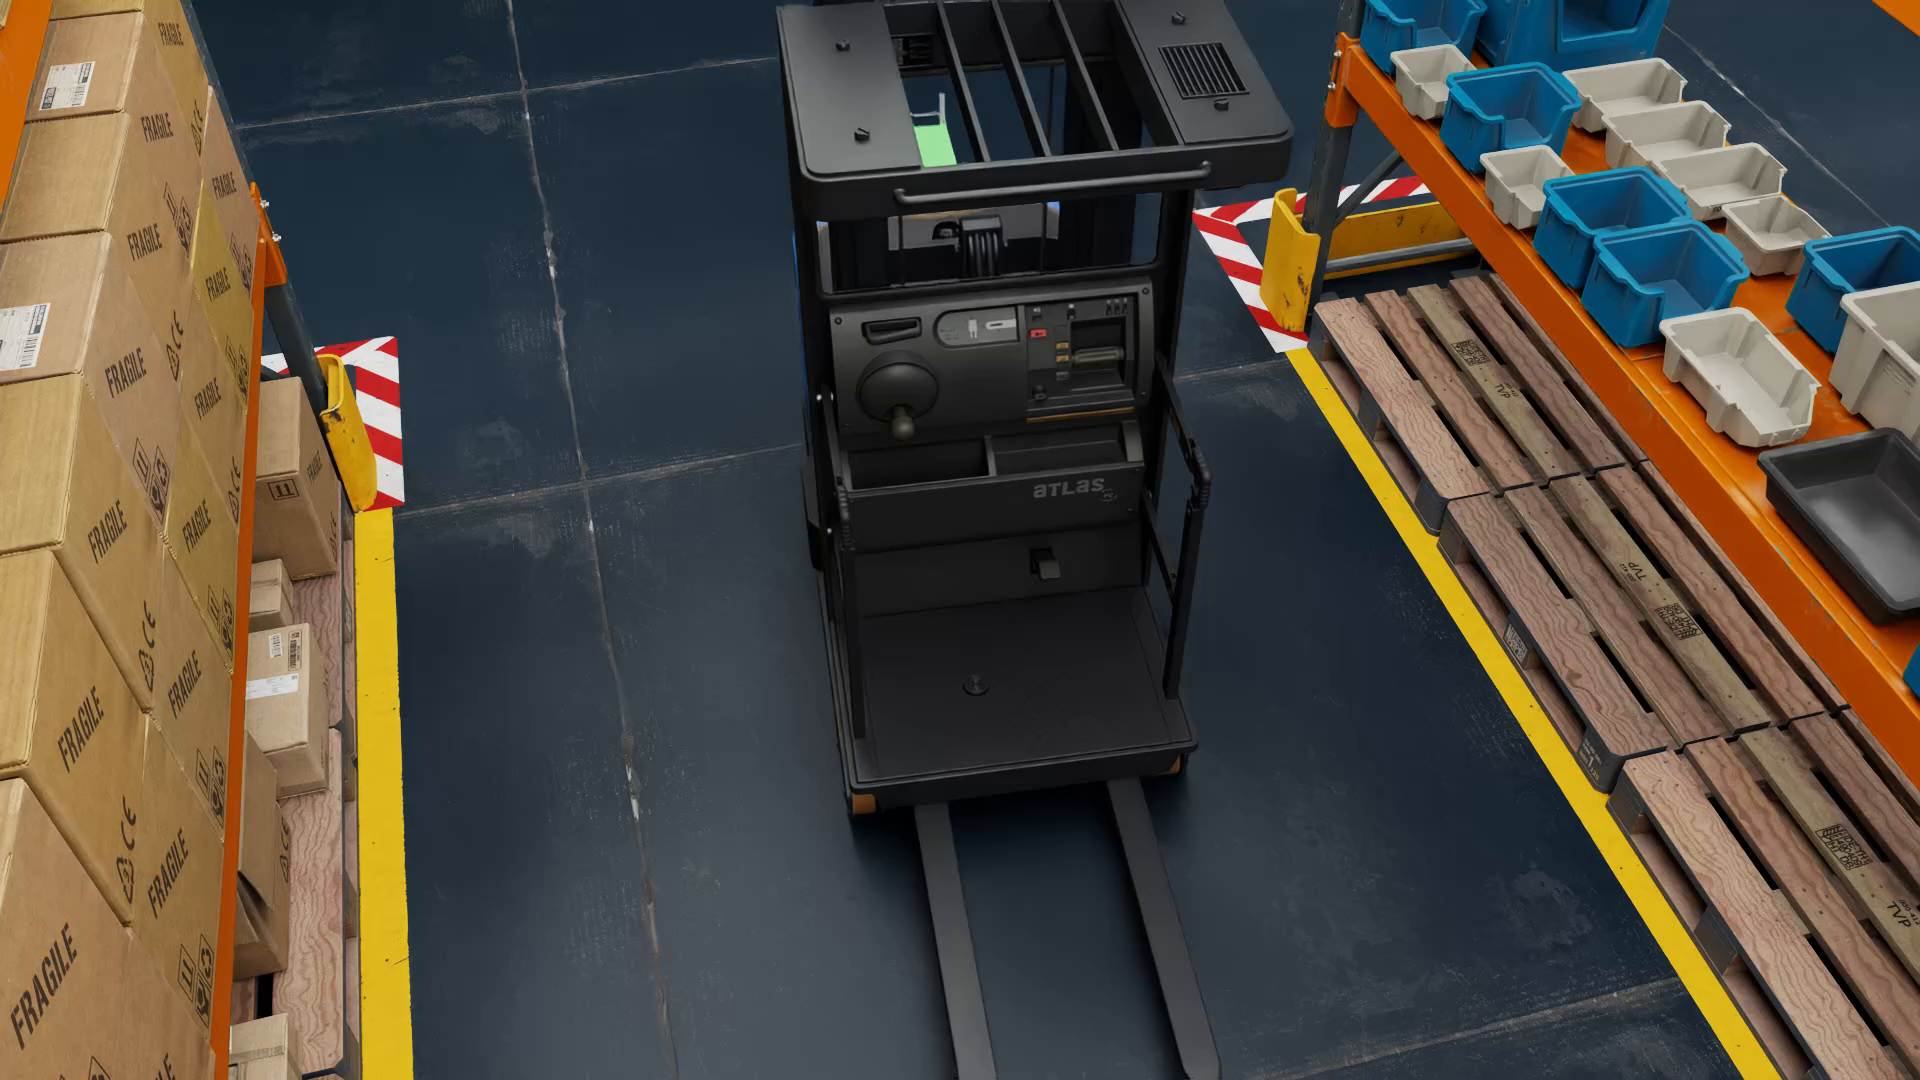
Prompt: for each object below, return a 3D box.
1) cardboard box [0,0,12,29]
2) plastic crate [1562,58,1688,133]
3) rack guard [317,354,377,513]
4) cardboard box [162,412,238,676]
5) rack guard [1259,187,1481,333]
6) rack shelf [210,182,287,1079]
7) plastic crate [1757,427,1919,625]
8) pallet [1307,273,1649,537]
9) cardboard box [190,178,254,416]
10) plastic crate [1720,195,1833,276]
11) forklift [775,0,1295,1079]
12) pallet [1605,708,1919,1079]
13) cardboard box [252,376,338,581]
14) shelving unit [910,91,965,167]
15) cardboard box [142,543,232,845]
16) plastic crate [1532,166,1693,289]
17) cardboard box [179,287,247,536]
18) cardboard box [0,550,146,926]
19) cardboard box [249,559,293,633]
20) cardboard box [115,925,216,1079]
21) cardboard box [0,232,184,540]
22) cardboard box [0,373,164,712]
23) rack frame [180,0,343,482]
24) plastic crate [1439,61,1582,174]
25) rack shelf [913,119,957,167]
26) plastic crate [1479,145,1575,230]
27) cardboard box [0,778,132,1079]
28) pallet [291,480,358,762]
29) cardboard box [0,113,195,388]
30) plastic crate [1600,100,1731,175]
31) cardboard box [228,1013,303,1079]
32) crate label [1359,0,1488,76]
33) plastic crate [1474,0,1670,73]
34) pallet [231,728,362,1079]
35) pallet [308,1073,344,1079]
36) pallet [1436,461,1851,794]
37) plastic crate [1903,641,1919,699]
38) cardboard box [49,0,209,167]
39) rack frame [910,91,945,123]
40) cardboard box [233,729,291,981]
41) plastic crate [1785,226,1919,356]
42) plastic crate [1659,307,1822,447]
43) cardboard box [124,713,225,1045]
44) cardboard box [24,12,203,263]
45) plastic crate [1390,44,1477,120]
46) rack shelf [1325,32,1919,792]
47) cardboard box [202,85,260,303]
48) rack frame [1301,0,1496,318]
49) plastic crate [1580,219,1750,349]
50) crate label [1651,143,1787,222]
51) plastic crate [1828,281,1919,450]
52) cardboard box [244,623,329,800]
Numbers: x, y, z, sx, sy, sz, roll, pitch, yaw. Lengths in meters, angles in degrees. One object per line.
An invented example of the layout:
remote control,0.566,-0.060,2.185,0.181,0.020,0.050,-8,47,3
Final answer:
cardboard box,-2.216,-1.236,3.366,0.500,0.250,0.500,-11,47,-10
plastic crate,2.312,-1.537,5.798,0.396,0.136,0.243,-11,47,-10
rack guard,-2.841,-0.308,6.201,1.175,0.500,0.348,-11,47,-10
cardboard box,-2.095,0.040,4.040,0.500,0.500,0.500,-11,47,-11
rack guard,1.910,-1.277,7.152,1.175,0.500,0.348,-11,47,-10
rack shelf,-2.349,0.398,4.264,1.077,0.370,4.000,-11,47,-10
plastic crate,2.406,-0.025,4.325,0.437,0.125,0.590,-11,47,-10
pallet,2.102,-0.586,6.676,1.003,0.211,1.213,-11,47,-10
cardboard box,-2.347,-0.653,4.720,0.500,0.500,0.500,-10,46,-10
plastic crate,2.561,-0.945,5.219,0.298,0.136,0.250,-11,47,-10
forklift,0.133,-0.421,4.611,1.130,2.935,3.031,-6,46,-6
pallet,2.727,1.099,5.025,1.003,0.211,1.213,-11,47,-10
cardboard box,-2.483,-0.184,5.772,0.500,0.500,0.500,-11,47,-10
shelving unit,-0.139,-1.067,6.456,0.258,1.200,0.503,-6,46,-6
cardboard box,-1.964,0.391,3.696,0.500,0.500,0.500,-11,47,-11
plastic crate,2.011,-0.961,5.166,0.416,0.233,0.300,-11,47,-10
cardboard box,-2.224,-0.307,4.381,0.500,0.500,0.500,-10,46,-10
cardboard box,-1.818,0.409,2.979,0.500,0.500,0.500,-12,47,-12
cardboard box,-2.467,0.229,5.601,0.380,0.166,0.250,-11,47,-10
cardboard box,-1.704,1.090,3.012,0.500,0.500,0.500,-10,46,-9
cardboard box,-2.082,-0.303,3.676,0.500,0.500,0.500,-9,46,-9
cardboard box,-1.949,0.054,3.327,0.500,0.500,0.500,-12,47,-11
rack frame,-2.861,-1.235,5.360,1.000,3.000,0.127,-11,47,-10
plastic crate,1.842,-1.415,5.612,0.416,0.233,0.300,-11,47,-10
rack shelf,-0.139,-1.358,6.158,0.258,0.148,0.480,-6,46,-6
plastic crate,1.849,-1.131,5.401,0.250,0.136,0.298,-11,47,-10
cardboard box,-1.685,0.765,2.630,0.500,0.500,0.500,-10,46,-9
pallet,-2.636,0.344,5.765,1.003,0.211,1.213,-11,47,-10
cardboard box,-2.214,-0.657,4.024,0.500,0.500,0.500,-10,46,-9
plastic crate,2.373,-1.334,5.600,0.396,0.136,0.243,-11,47,-10
cardboard box,-1.966,1.440,4.415,0.380,0.166,0.250,-11,47,-10
crate label,1.673,-1.870,6.057,0.416,0.233,0.303,-11,47,-10
plastic crate,2.195,-1.974,6.018,0.616,0.435,0.499,-11,47,-10
pallet,-2.327,1.185,4.941,1.003,0.211,1.213,-11,47,-10
pallet,-2.012,2.028,4.114,1.003,0.211,1.213,-11,47,-10
pallet,2.411,0.255,5.852,1.003,0.211,1.213,-11,47,-10
plastic crate,2.503,0.348,3.778,0.392,0.384,0.575,-11,47,-10
cardboard box,-2.481,-1.363,4.715,0.500,0.500,0.500,-11,47,-11
rack frame,-0.177,-1.239,6.624,0.240,1.200,0.015,-6,46,-6
cardboard box,-2.323,0.950,4.658,0.797,0.503,0.637,-11,47,-10
plastic crate,2.702,-0.729,4.940,0.416,0.233,0.300,-11,47,-10
plastic crate,2.216,-0.452,4.736,0.293,0.136,0.466,-11,47,-10
cardboard box,-1.838,0.737,3.357,0.500,0.500,0.500,-10,46,-10
cardboard box,-2.351,-1.014,4.374,0.500,0.500,0.500,-10,46,-9
plastic crate,1.676,-1.599,5.860,0.250,0.136,0.298,-11,47,-10
rack shelf,2.441,-0.505,5.149,1.077,0.370,4.000,-11,47,-10
cardboard box,-2.483,-1.010,5.070,0.500,0.500,0.500,-9,46,-9
rack frame,1.929,-2.138,6.245,1.000,3.000,0.127,-11,47,-10
plastic crate,2.087,-0.754,4.963,0.416,0.233,0.300,-11,47,-10
crate label,2.467,-1.146,5.416,0.396,0.136,0.243,-11,47,-10
plastic crate,2.740,-0.444,4.626,0.437,0.282,0.530,-11,47,-10
cardboard box,-2.269,0.565,5.213,0.500,0.250,0.500,-11,47,-10
